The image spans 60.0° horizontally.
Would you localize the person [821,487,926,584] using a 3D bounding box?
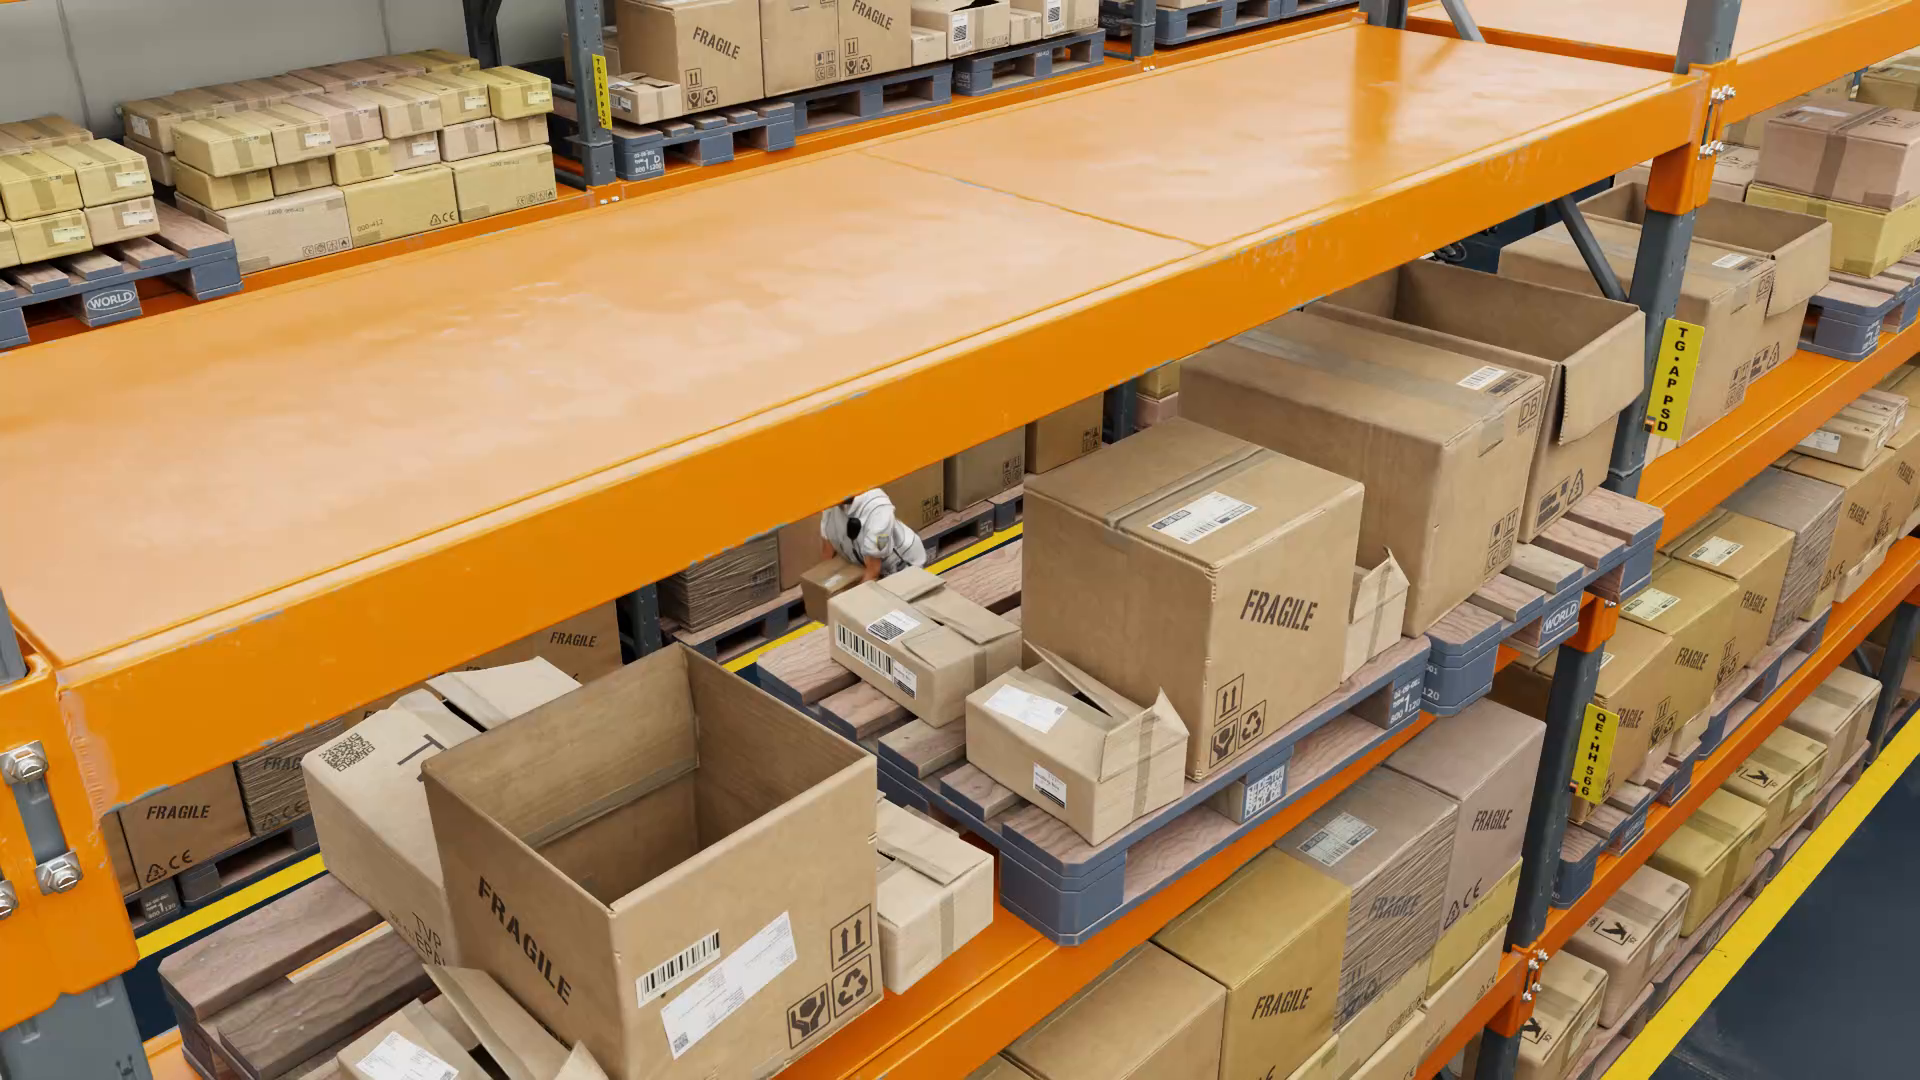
[{"bbox_3d":[-0.487,0.225,8.563,0.452,1.595,0.652,24,36,37],"label":"person"}]
